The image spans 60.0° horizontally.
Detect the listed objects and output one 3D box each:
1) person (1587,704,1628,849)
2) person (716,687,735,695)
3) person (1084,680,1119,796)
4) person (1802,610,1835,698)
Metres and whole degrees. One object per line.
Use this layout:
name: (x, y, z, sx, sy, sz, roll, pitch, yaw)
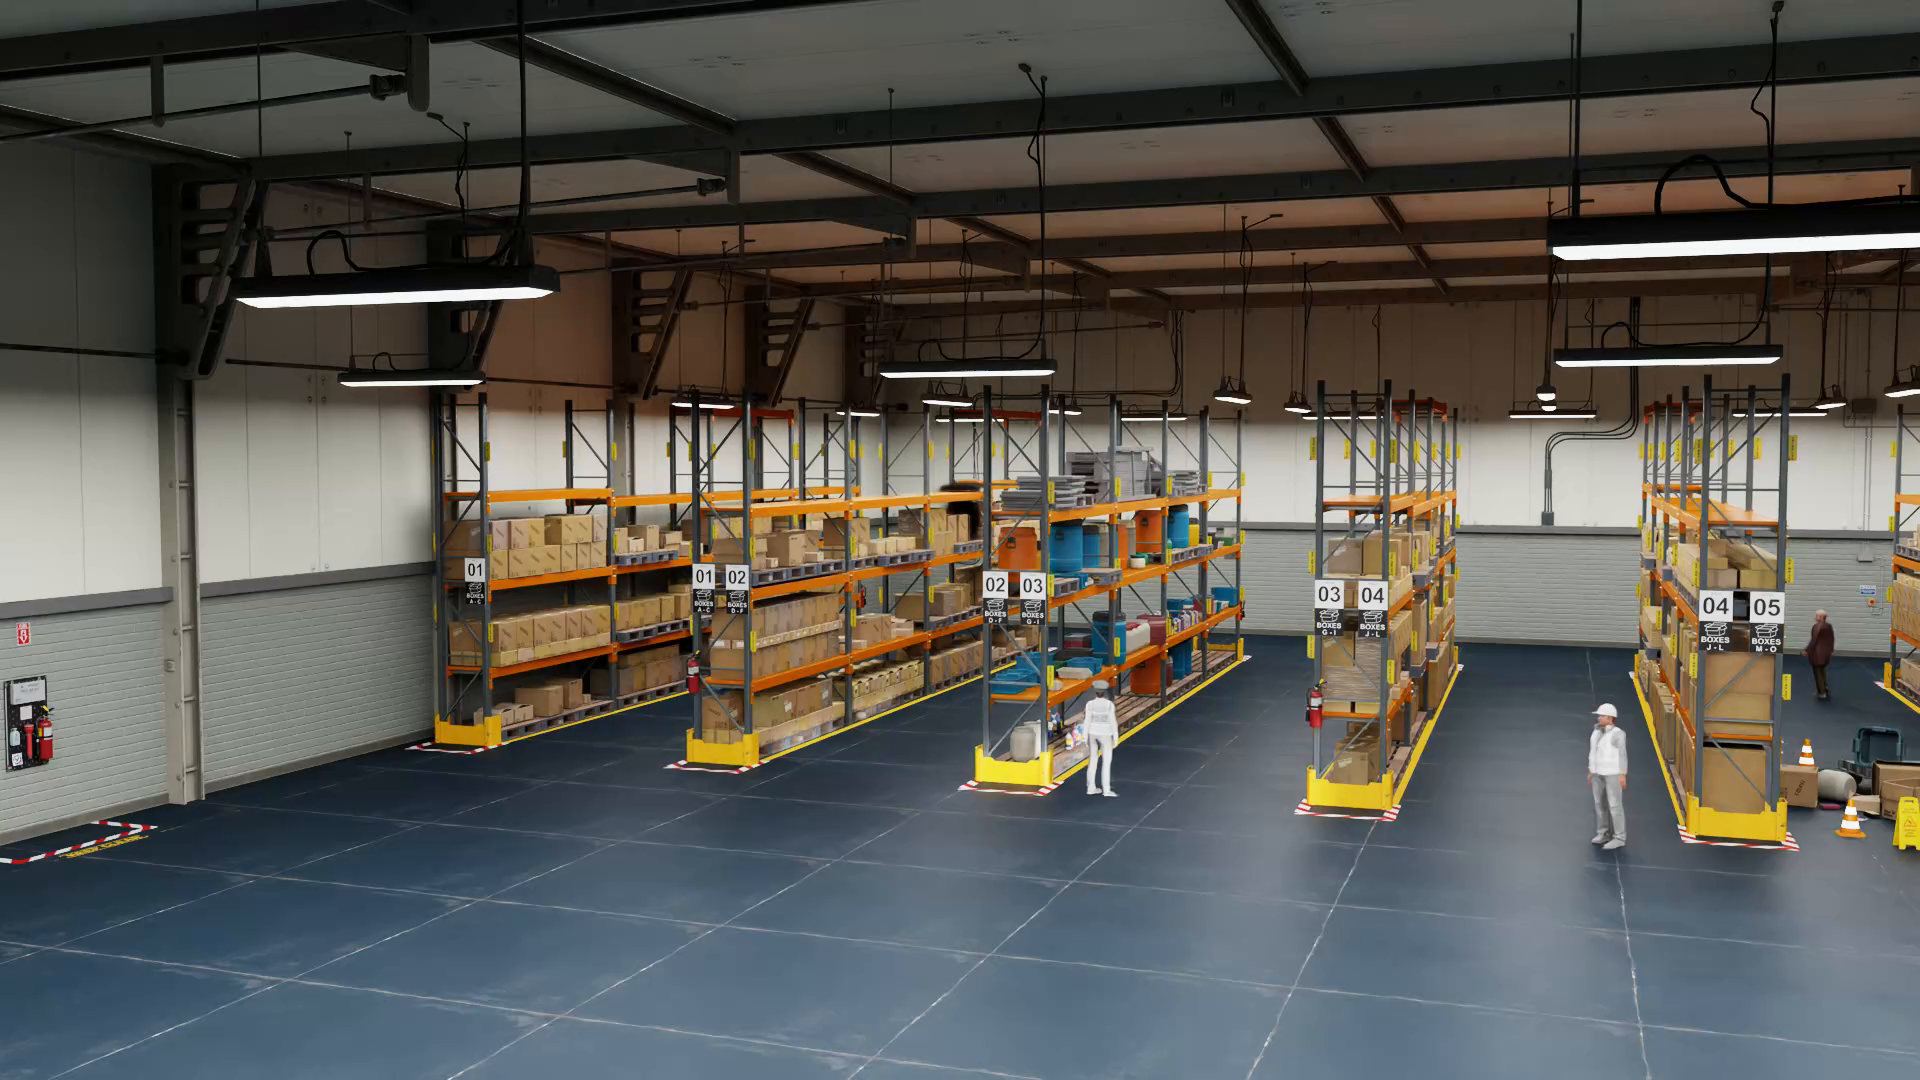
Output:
person: (8.221, 2.985, 21.178, 0.429, 1.779, 0.621, -1, 3, -24)
person: (-4.685, 2.433, 33.633, 0.581, 1.642, 0.444, -2, 4, -32)
person: (2.054, 2.879, 24.156, 0.481, 1.704, 0.384, 2, 4, 38)
person: (17.408, 2.320, 33.641, 0.631, 1.820, 0.549, 0, 3, -6)
